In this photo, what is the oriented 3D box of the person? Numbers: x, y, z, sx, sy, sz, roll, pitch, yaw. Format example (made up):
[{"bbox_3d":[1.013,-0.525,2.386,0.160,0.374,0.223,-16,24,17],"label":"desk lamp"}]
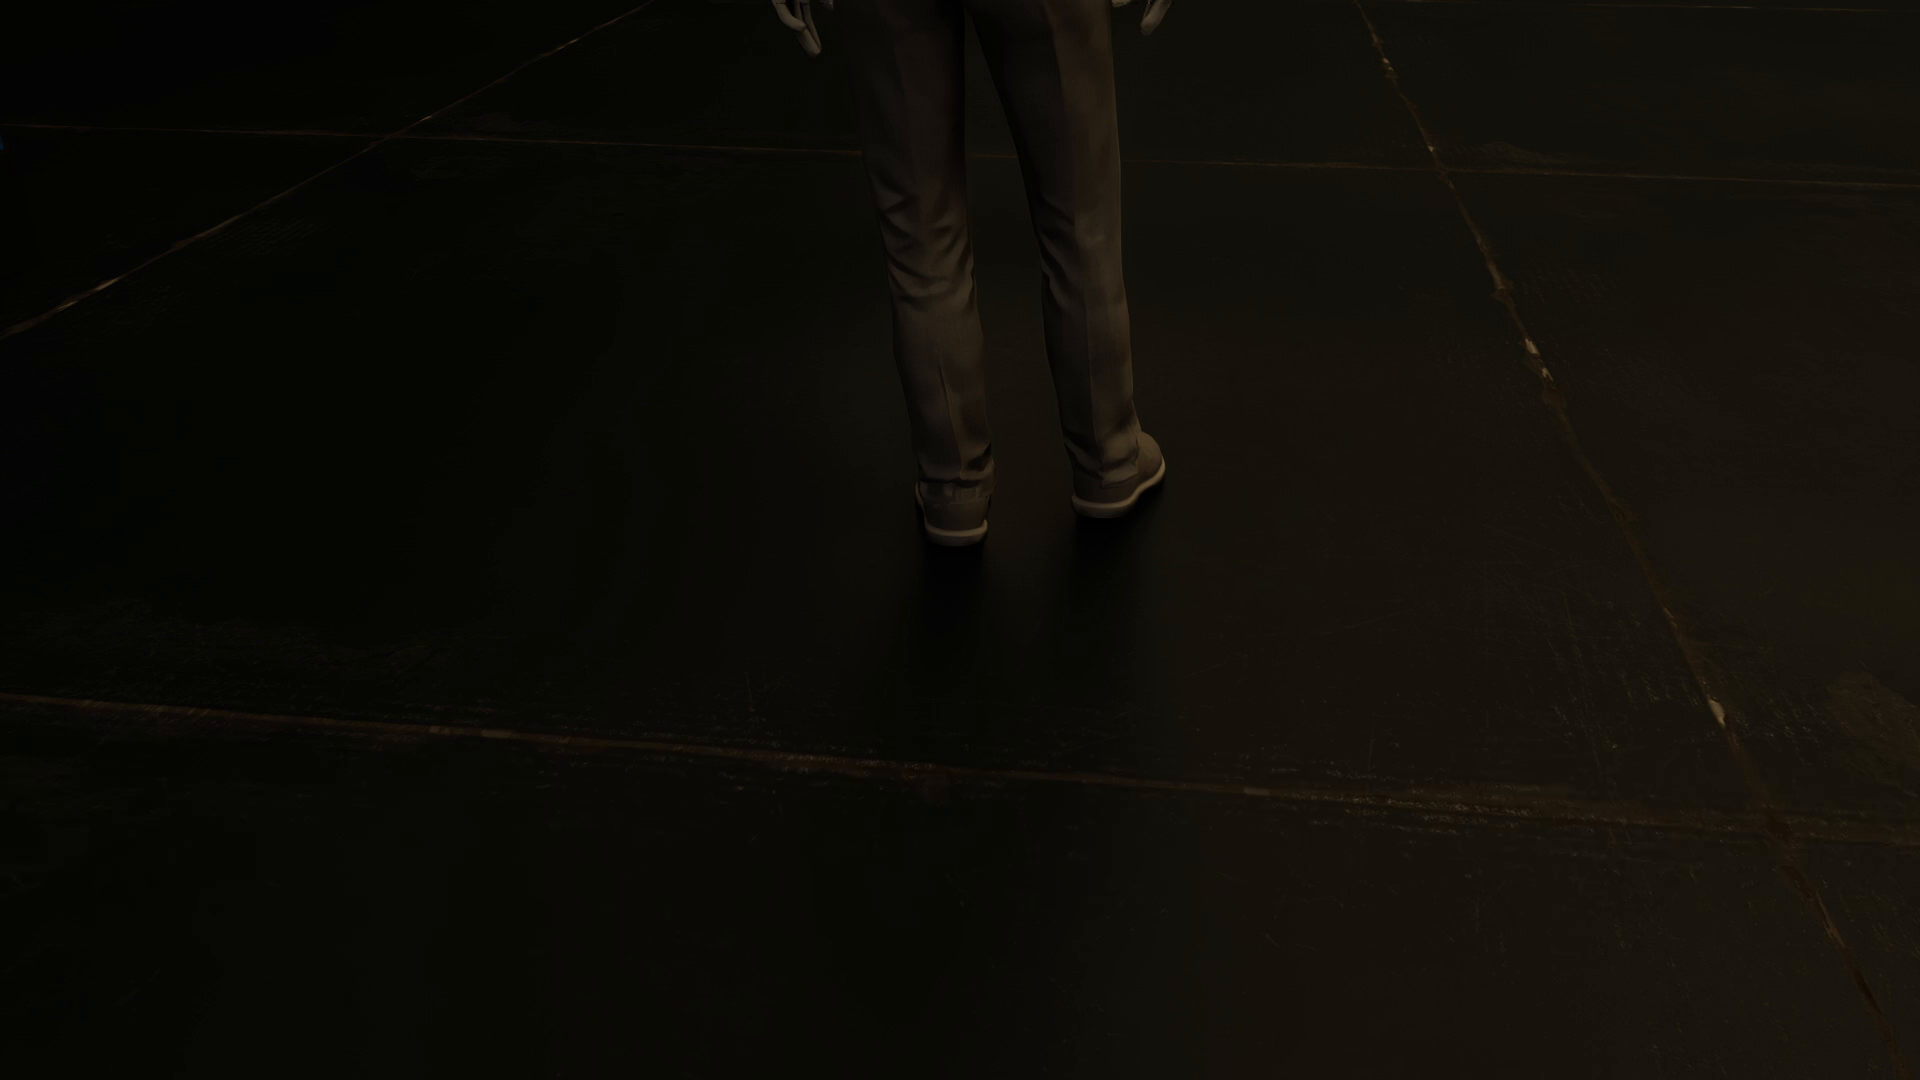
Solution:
[{"bbox_3d":[0.015,-0.794,2.177,0.587,1.696,0.534,3,27,7],"label":"person"}]

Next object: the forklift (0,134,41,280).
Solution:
[{"bbox_3d":[-3.514,-1.834,2.893,3.031,2.935,1.130,8,28,16],"label":"forklift"}]
